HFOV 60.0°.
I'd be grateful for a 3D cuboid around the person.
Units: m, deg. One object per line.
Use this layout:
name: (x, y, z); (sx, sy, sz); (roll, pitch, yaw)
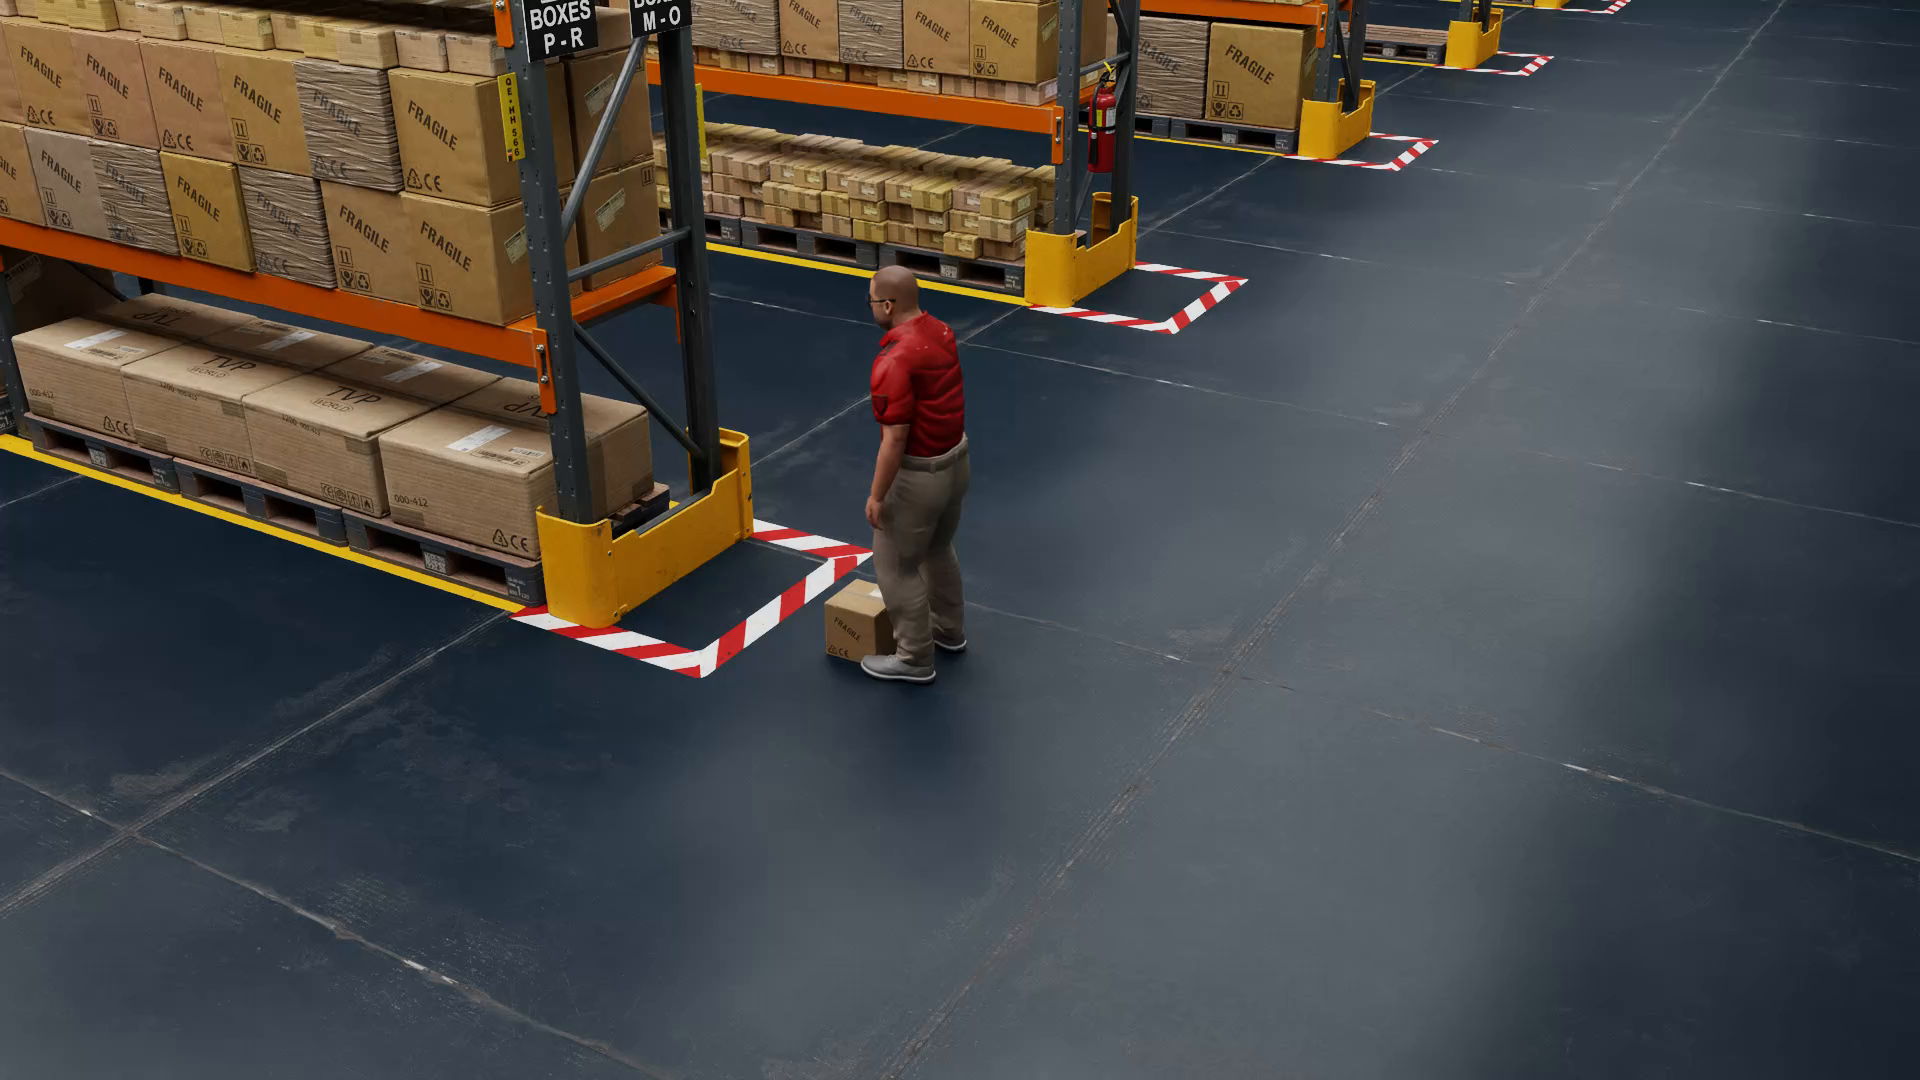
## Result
person: (-0.178, -0.255, 6.644); (0.384, 1.727, 0.595); (13, 29, 25)
